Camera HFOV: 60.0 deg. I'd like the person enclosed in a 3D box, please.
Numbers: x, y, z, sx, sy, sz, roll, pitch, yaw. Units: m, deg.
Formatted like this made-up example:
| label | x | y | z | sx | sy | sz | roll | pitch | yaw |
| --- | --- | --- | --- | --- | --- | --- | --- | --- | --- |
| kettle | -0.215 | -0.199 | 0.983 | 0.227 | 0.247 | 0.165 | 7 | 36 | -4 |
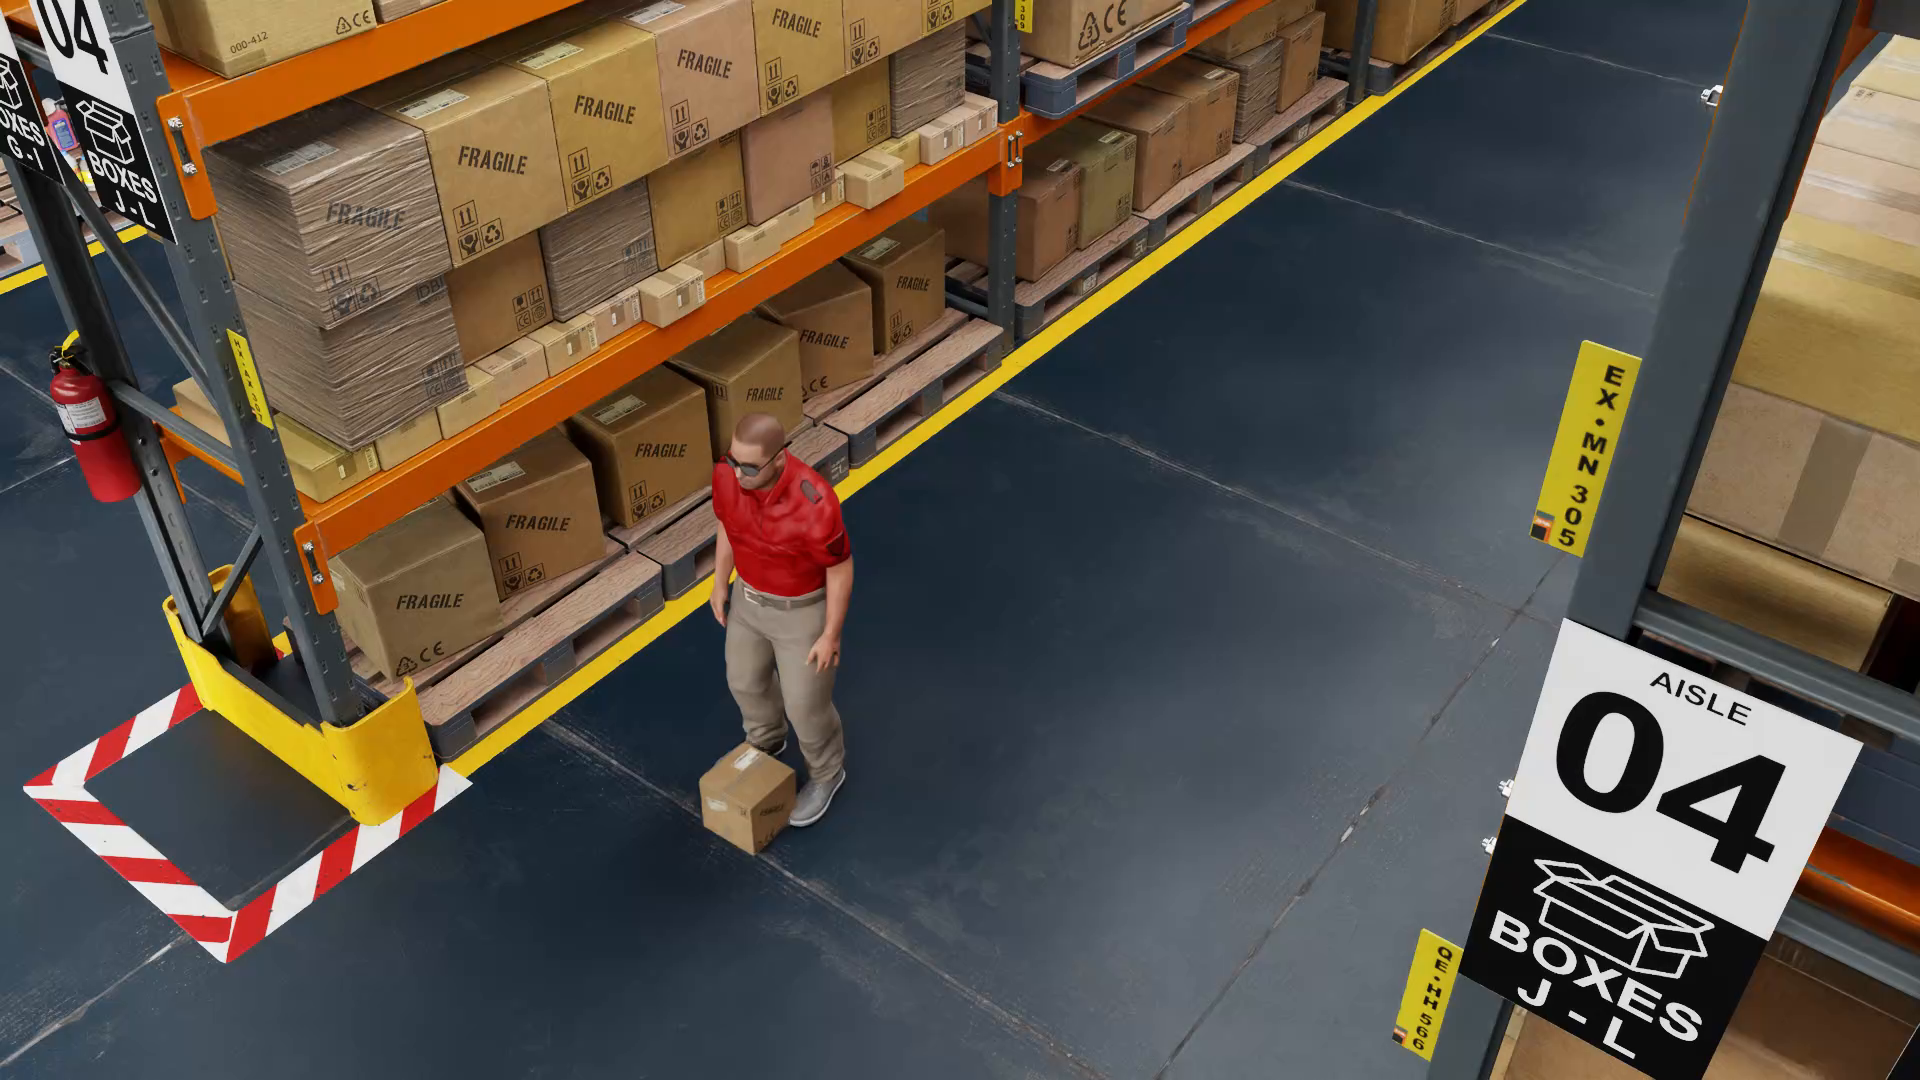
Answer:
| label | x | y | z | sx | sy | sz | roll | pitch | yaw |
| --- | --- | --- | --- | --- | --- | --- | --- | --- | --- |
| person | -0.633 | 0.249 | 5.853 | 0.578 | 1.727 | 0.390 | 24 | 44 | 27 |
